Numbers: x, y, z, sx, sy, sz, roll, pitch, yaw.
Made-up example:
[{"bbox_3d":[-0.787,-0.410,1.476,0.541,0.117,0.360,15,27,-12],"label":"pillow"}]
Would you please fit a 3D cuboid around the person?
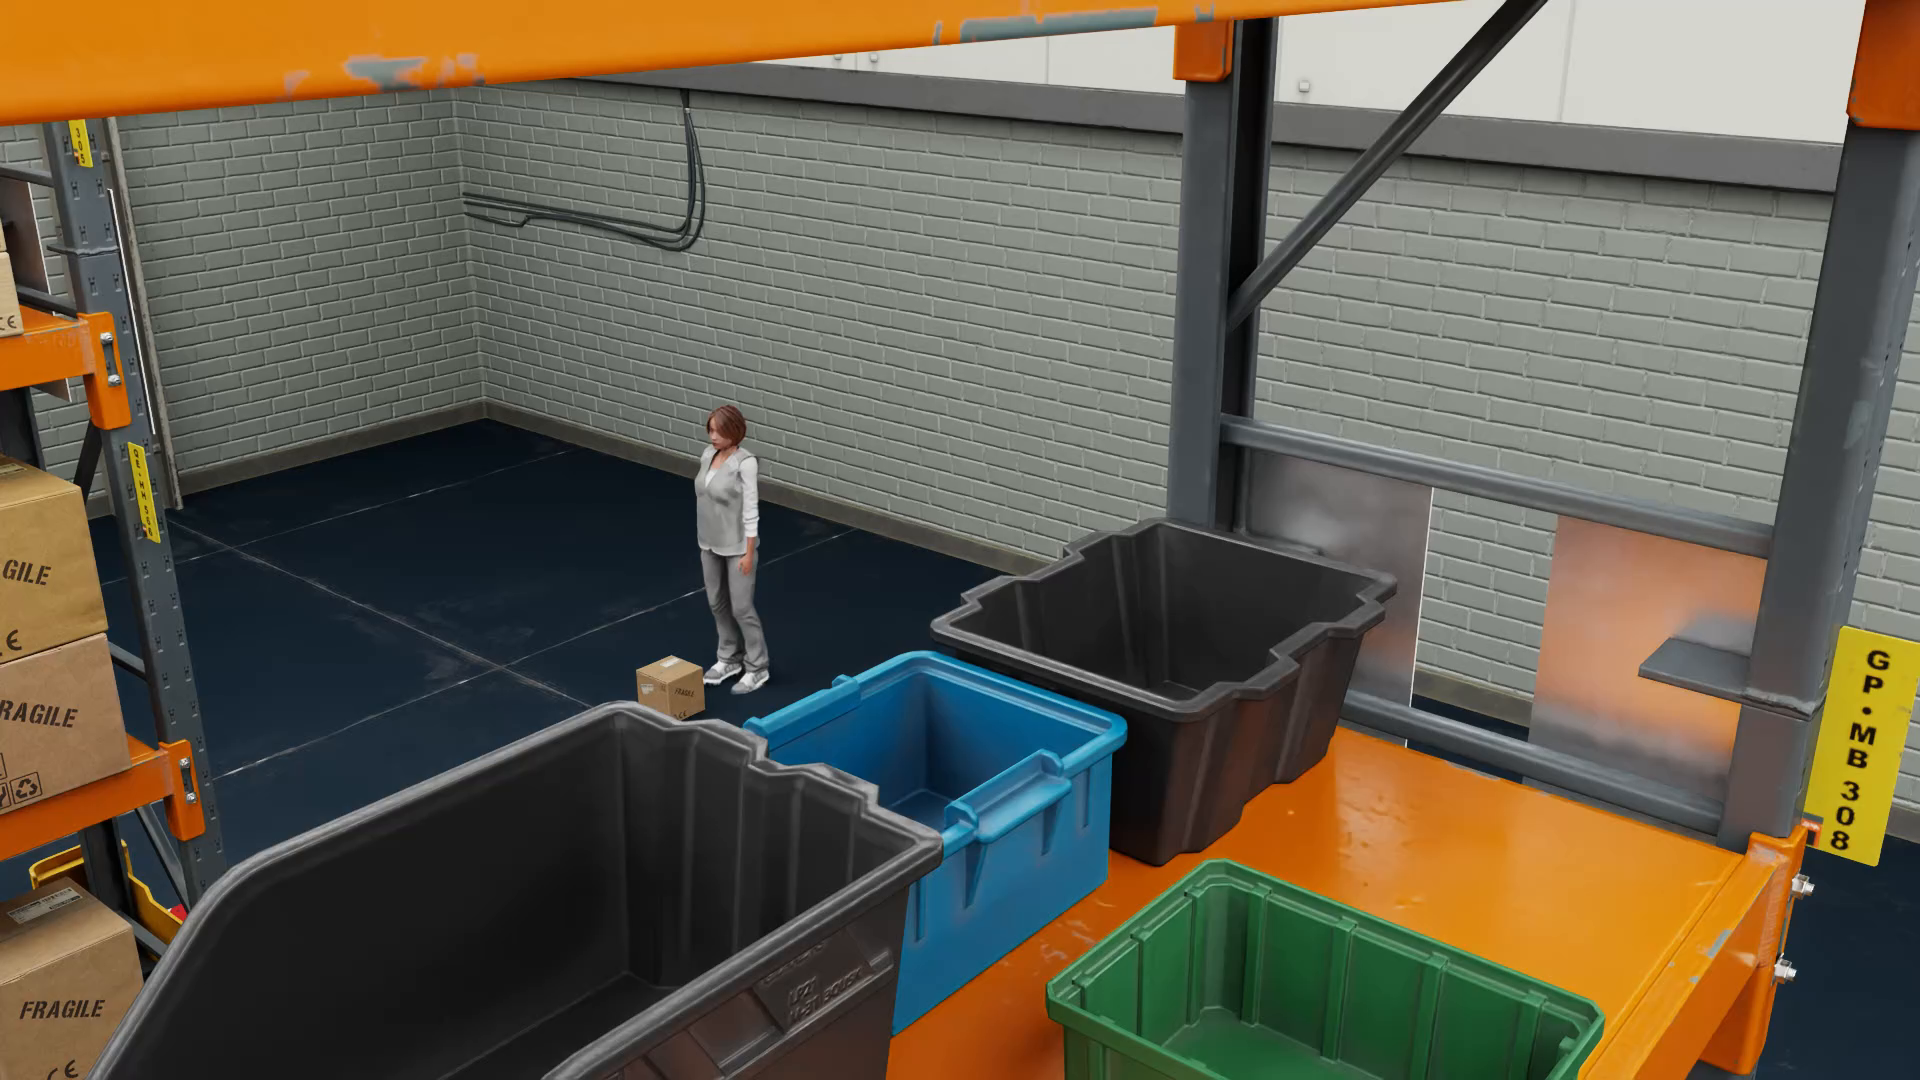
[{"bbox_3d":[-1.236,0.055,8.974,0.407,1.617,0.308,17,26,37],"label":"person"}]
